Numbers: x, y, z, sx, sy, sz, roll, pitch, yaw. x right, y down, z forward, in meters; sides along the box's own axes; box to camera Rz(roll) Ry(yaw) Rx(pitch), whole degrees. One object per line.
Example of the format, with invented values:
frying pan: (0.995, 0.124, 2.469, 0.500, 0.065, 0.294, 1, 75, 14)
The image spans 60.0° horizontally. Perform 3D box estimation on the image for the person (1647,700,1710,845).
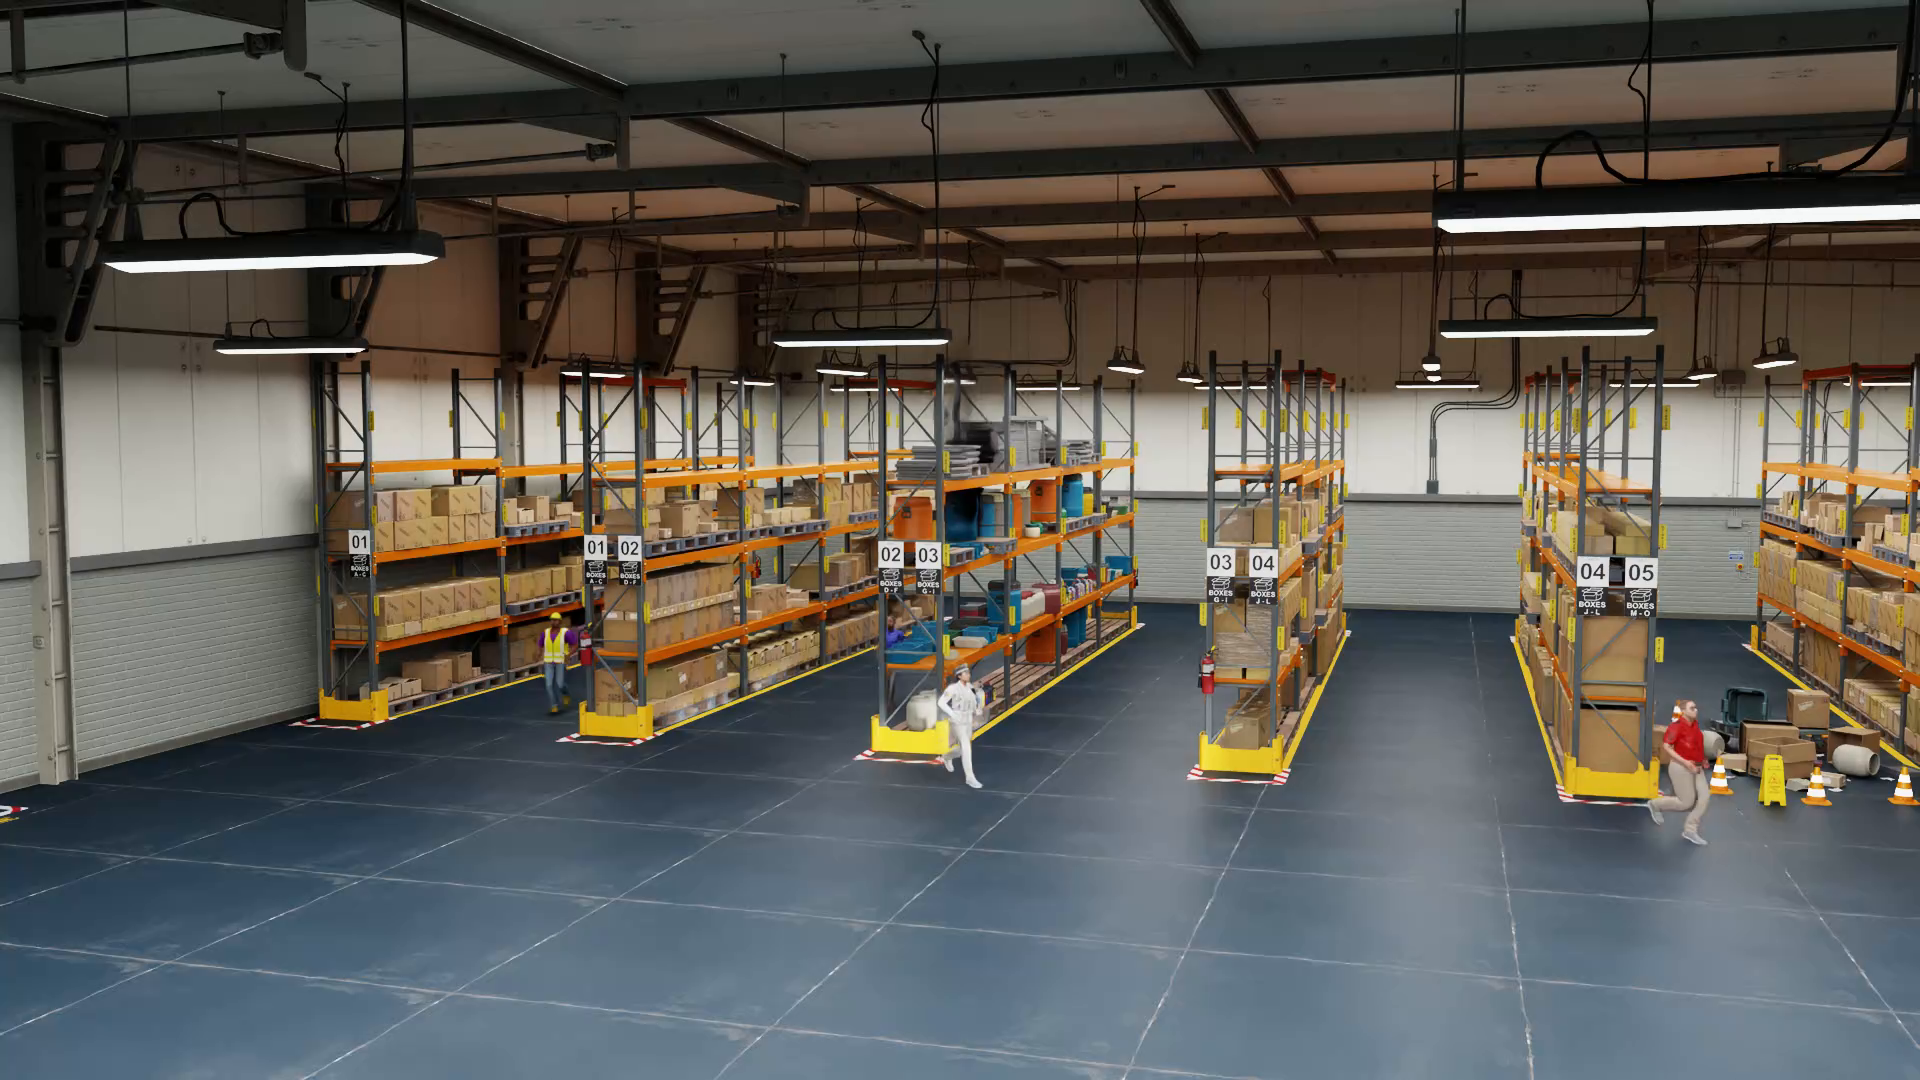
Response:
person: (8.651, 2.756, 19.928, 0.671, 1.715, 0.716, -3, 5, -34)

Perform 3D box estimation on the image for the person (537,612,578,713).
person: (-6.944, 2.100, 28.600, 0.697, 1.718, 0.608, 0, 4, 4)

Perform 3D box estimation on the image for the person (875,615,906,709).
person: (-1.207, 2.126, 29.203, 0.582, 1.618, 0.578, 1, 4, 10)

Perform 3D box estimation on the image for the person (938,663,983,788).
person: (-0.014, 2.529, 22.947, 0.855, 1.694, 0.624, 4, 6, 43)
